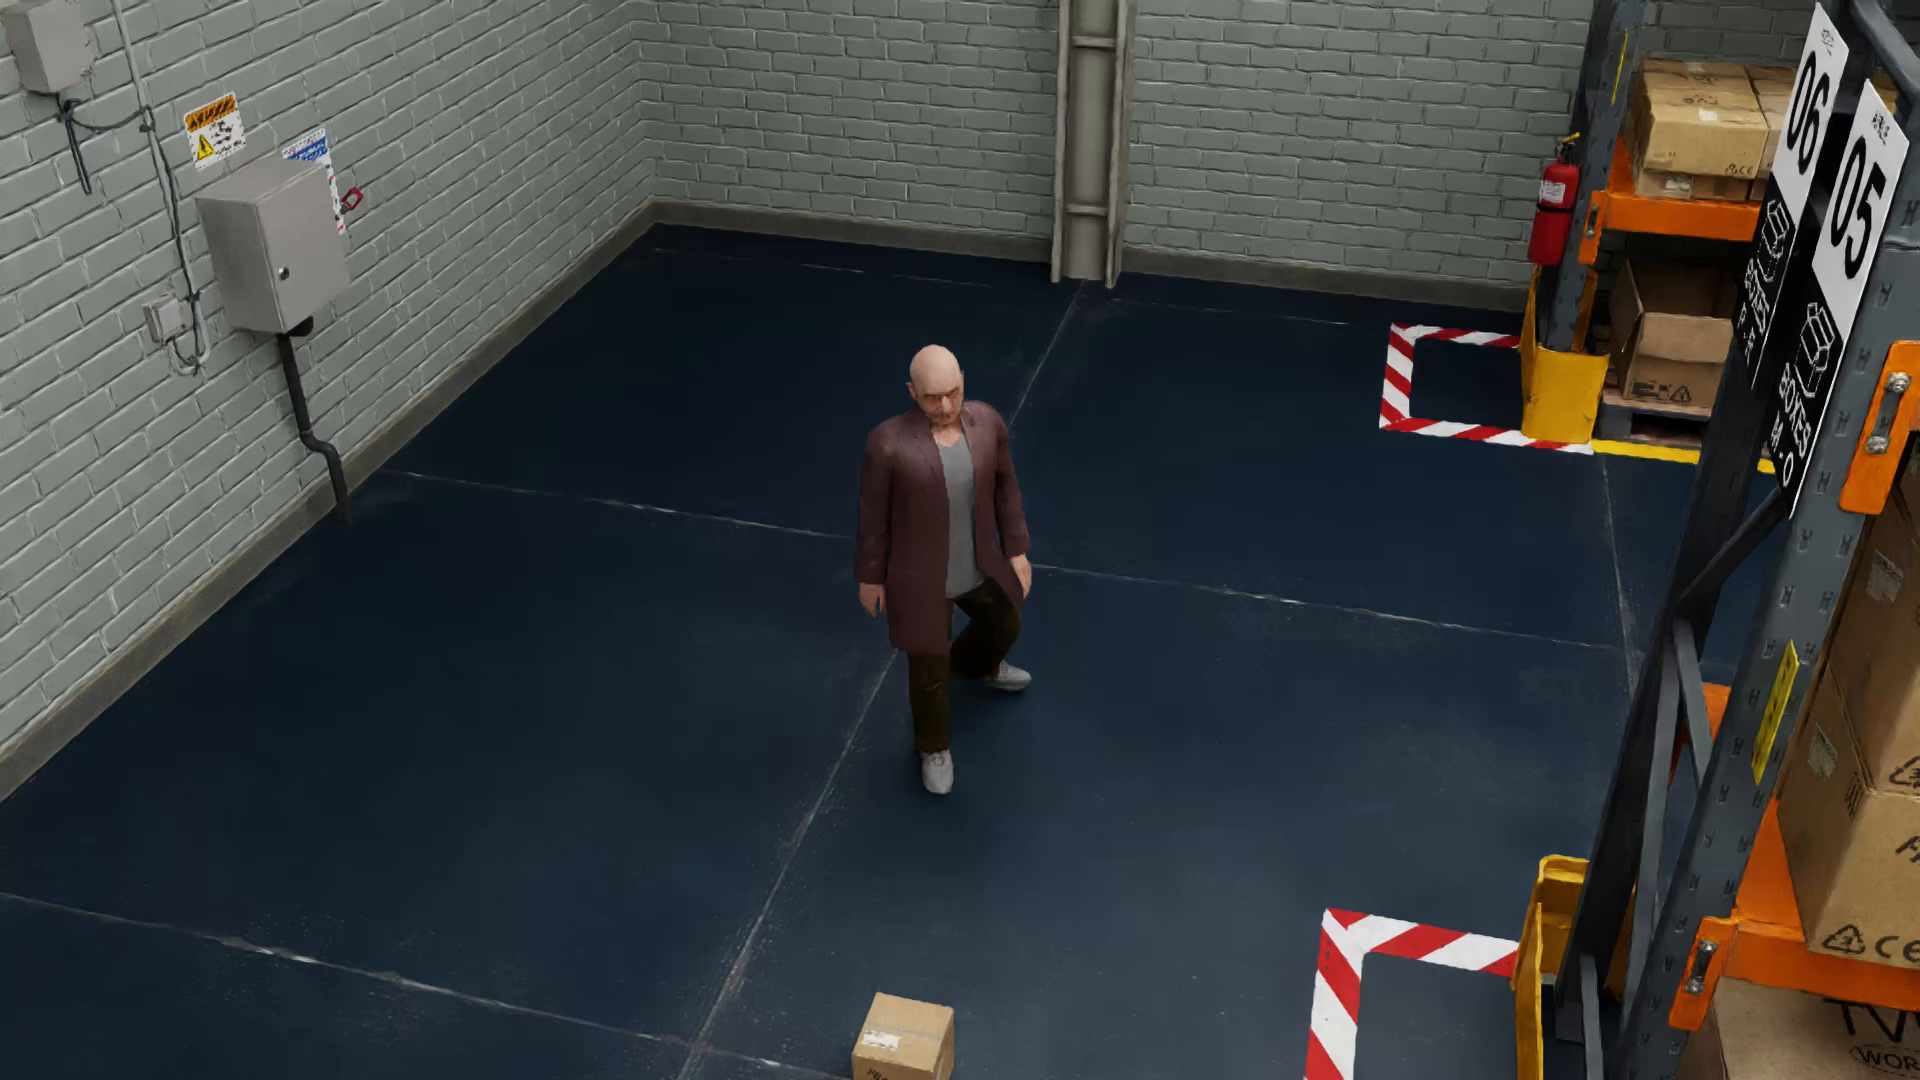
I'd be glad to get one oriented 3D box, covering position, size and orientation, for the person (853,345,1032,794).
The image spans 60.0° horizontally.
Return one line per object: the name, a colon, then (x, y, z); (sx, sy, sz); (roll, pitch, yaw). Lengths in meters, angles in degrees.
person: (-0.015, 0.039, 6.092); (0.823, 1.768, 0.579); (-18, 37, -26)
